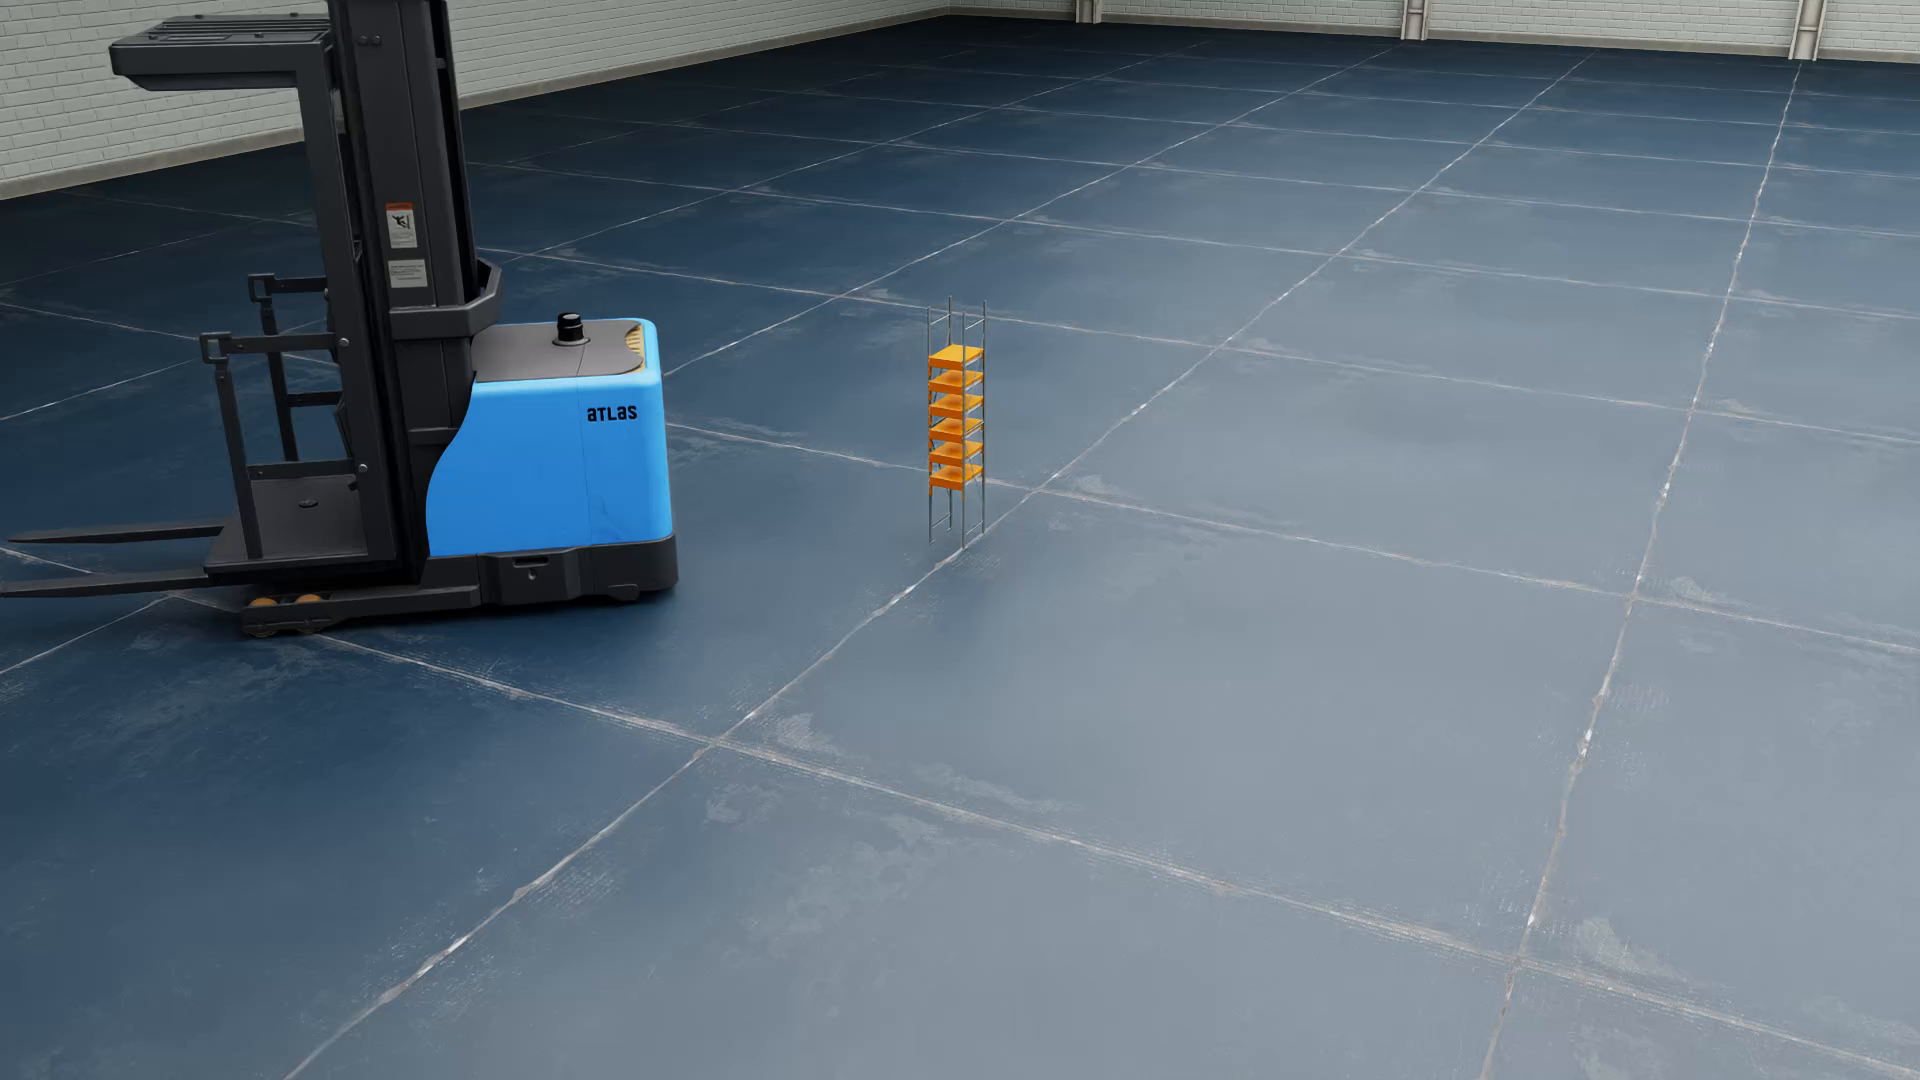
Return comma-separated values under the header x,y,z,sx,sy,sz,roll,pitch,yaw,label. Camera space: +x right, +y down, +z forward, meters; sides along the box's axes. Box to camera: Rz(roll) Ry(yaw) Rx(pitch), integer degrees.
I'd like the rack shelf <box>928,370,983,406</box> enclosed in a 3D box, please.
x,y,z,sx,sy,sz,roll,pitch,yaw,label
-0.013,-0.735,7.945,0.180,0.103,0.258,11,25,25,rack shelf

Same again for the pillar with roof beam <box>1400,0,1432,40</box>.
x,y,z,sx,sy,sz,roll,pitch,yaw,label
5.797,-11.179,23.039,0.400,9.000,9.100,11,25,25,pillar with roof beam

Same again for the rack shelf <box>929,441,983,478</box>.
x,y,z,sx,sy,sz,roll,pitch,yaw,label
-0.013,-0.403,8.086,0.180,0.103,0.258,11,25,25,rack shelf

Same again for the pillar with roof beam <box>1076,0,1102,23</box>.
x,y,z,sx,sy,sz,roll,pitch,yaw,label
0.442,-12.239,25.530,0.400,9.000,9.100,11,25,25,pillar with roof beam

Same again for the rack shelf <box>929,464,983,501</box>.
x,y,z,sx,sy,sz,roll,pitch,yaw,label
-0.013,-0.293,8.133,0.180,0.103,0.258,11,25,25,rack shelf

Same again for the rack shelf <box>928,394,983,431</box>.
x,y,z,sx,sy,sz,roll,pitch,yaw,label
-0.013,-0.624,7.992,0.180,0.103,0.258,11,25,25,rack shelf

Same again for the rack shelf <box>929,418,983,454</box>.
x,y,z,sx,sy,sz,roll,pitch,yaw,label
-0.013,-0.514,8.039,0.180,0.103,0.258,11,25,25,rack shelf

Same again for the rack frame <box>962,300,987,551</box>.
x,y,z,sx,sy,sz,roll,pitch,yaw,label
0.069,-0.539,7.983,0.006,1.200,0.240,11,25,25,rack frame

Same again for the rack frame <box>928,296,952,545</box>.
x,y,z,sx,sy,sz,roll,pitch,yaw,label
-0.095,-0.571,8.059,0.006,1.200,0.240,11,25,25,rack frame

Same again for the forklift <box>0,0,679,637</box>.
x,y,z,sx,sy,sz,roll,pitch,yaw,label
-2.861,-1.150,7.209,3.031,2.935,1.130,-4,23,-10,forklift

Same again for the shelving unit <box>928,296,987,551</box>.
x,y,z,sx,sy,sz,roll,pitch,yaw,label
-0.013,-0.555,8.021,0.189,1.200,0.258,11,25,25,shelving unit

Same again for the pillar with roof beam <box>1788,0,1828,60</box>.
x,y,z,sx,sy,sz,roll,pitch,yaw,label
11.151,-10.120,20.547,0.400,9.000,9.100,11,25,25,pillar with roof beam

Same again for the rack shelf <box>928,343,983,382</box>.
x,y,z,sx,sy,sz,roll,pitch,yaw,label
-0.013,-0.845,7.898,0.180,0.103,0.258,11,25,25,rack shelf
